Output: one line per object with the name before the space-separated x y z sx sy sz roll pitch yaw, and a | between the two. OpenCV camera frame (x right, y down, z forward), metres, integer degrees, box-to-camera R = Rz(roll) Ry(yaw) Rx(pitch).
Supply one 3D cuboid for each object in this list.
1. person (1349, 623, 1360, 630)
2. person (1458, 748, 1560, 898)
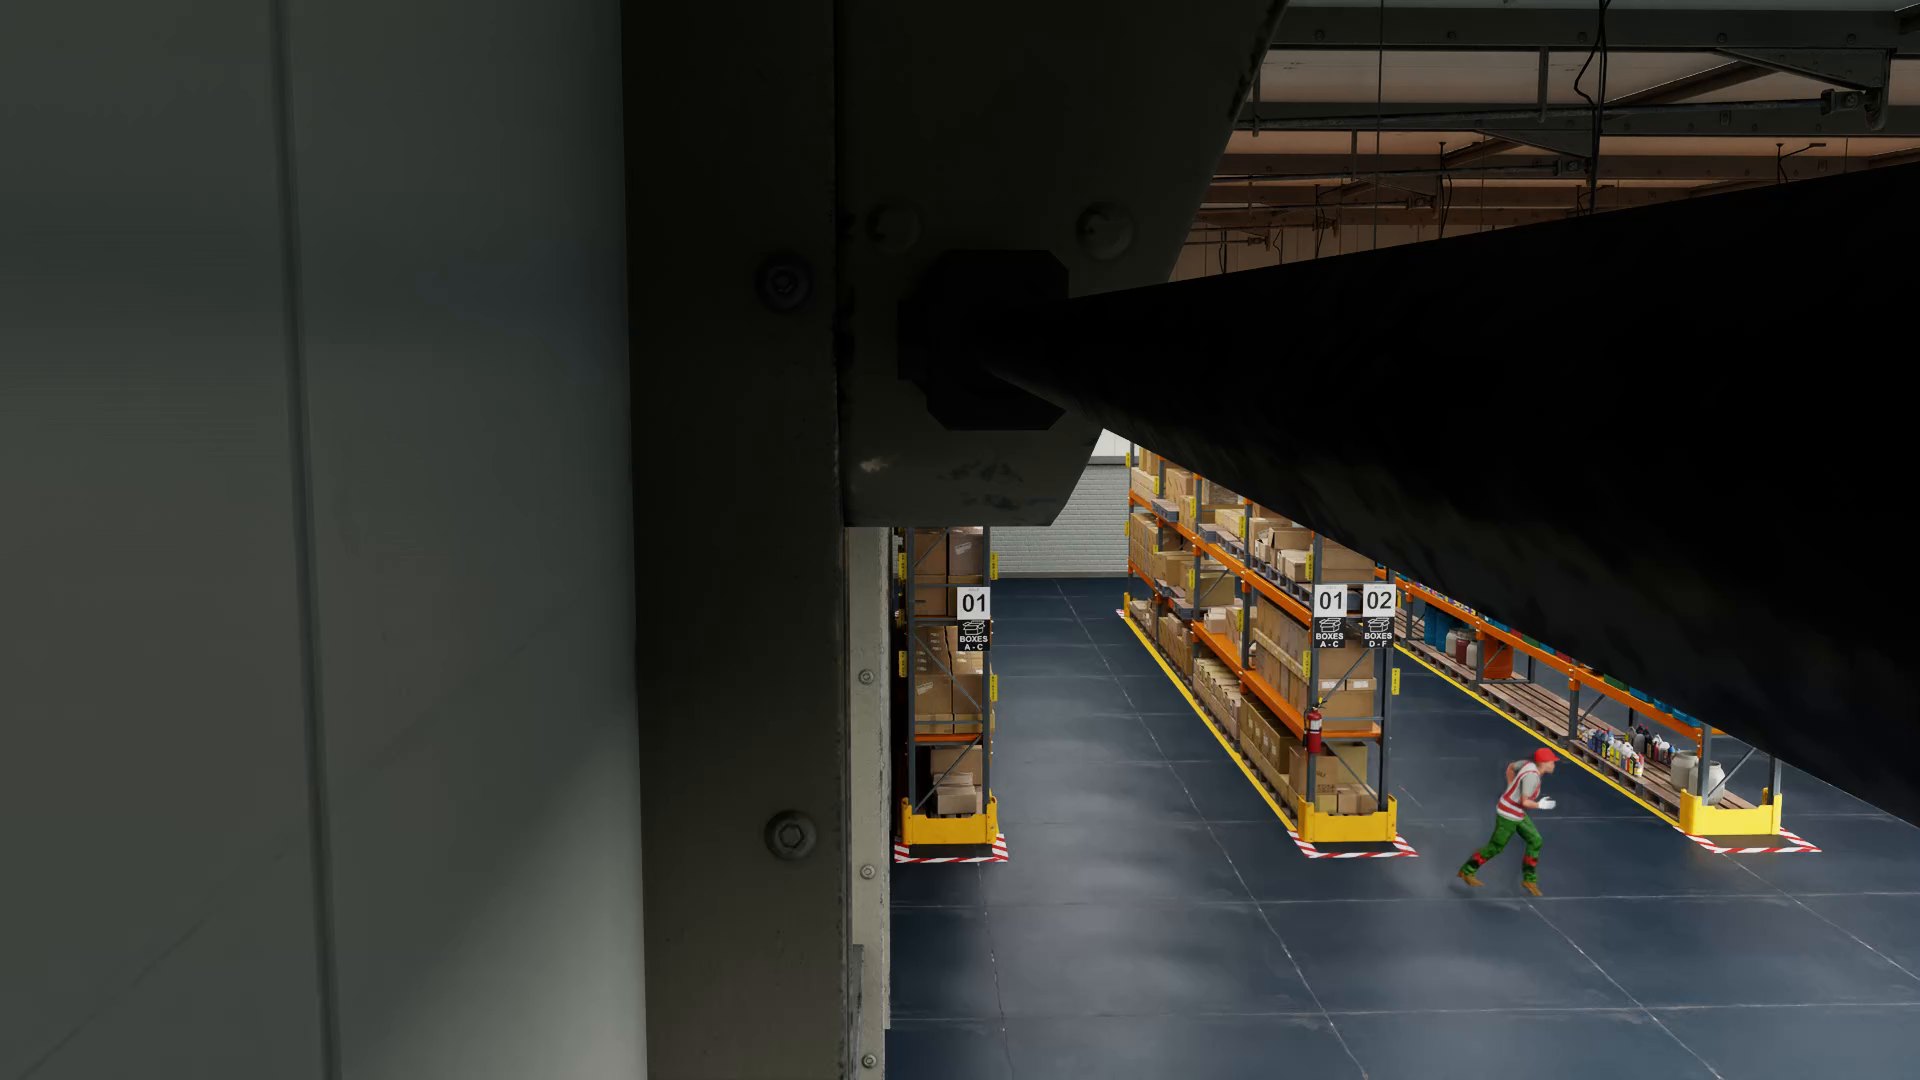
person | 6.815 1.755 29.198 0.604 1.663 0.900 -2 8 -16
person | 6.138 3.142 18.618 1.036 1.729 0.705 3 8 19
